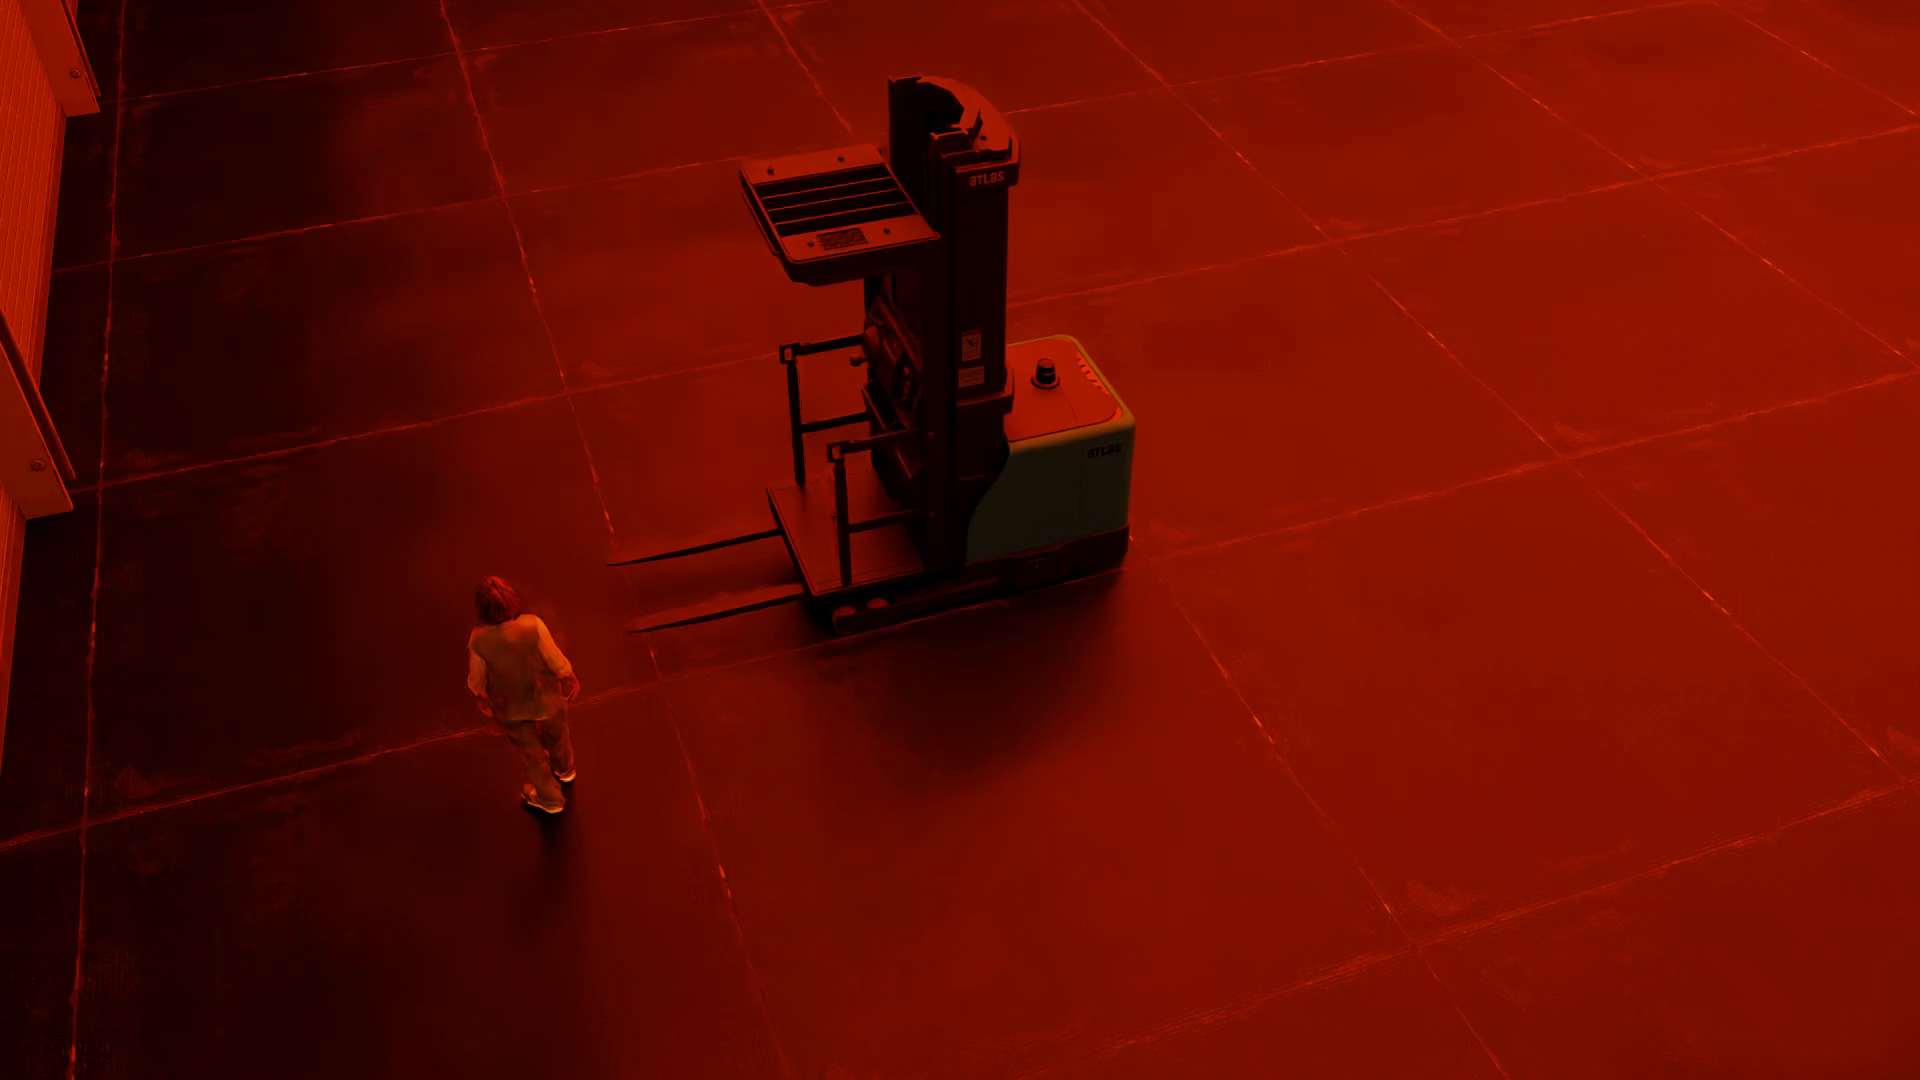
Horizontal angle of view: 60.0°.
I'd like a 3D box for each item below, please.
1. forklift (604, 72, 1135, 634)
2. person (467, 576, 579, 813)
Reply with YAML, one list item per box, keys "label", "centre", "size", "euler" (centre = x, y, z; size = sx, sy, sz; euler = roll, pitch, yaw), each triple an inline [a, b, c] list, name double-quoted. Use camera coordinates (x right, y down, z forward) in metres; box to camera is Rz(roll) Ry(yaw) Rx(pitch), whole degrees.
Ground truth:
- label: "forklift"
  centre: [-0.559, -0.962, 9.143]
  size: [3.031, 2.935, 1.130]
  euler: [-13, 42, -15]
- label: "person"
  centre: [-2.132, 0.703, 8.188]
  size: [0.498, 1.598, 0.552]
  euler: [-8, 41, -9]
